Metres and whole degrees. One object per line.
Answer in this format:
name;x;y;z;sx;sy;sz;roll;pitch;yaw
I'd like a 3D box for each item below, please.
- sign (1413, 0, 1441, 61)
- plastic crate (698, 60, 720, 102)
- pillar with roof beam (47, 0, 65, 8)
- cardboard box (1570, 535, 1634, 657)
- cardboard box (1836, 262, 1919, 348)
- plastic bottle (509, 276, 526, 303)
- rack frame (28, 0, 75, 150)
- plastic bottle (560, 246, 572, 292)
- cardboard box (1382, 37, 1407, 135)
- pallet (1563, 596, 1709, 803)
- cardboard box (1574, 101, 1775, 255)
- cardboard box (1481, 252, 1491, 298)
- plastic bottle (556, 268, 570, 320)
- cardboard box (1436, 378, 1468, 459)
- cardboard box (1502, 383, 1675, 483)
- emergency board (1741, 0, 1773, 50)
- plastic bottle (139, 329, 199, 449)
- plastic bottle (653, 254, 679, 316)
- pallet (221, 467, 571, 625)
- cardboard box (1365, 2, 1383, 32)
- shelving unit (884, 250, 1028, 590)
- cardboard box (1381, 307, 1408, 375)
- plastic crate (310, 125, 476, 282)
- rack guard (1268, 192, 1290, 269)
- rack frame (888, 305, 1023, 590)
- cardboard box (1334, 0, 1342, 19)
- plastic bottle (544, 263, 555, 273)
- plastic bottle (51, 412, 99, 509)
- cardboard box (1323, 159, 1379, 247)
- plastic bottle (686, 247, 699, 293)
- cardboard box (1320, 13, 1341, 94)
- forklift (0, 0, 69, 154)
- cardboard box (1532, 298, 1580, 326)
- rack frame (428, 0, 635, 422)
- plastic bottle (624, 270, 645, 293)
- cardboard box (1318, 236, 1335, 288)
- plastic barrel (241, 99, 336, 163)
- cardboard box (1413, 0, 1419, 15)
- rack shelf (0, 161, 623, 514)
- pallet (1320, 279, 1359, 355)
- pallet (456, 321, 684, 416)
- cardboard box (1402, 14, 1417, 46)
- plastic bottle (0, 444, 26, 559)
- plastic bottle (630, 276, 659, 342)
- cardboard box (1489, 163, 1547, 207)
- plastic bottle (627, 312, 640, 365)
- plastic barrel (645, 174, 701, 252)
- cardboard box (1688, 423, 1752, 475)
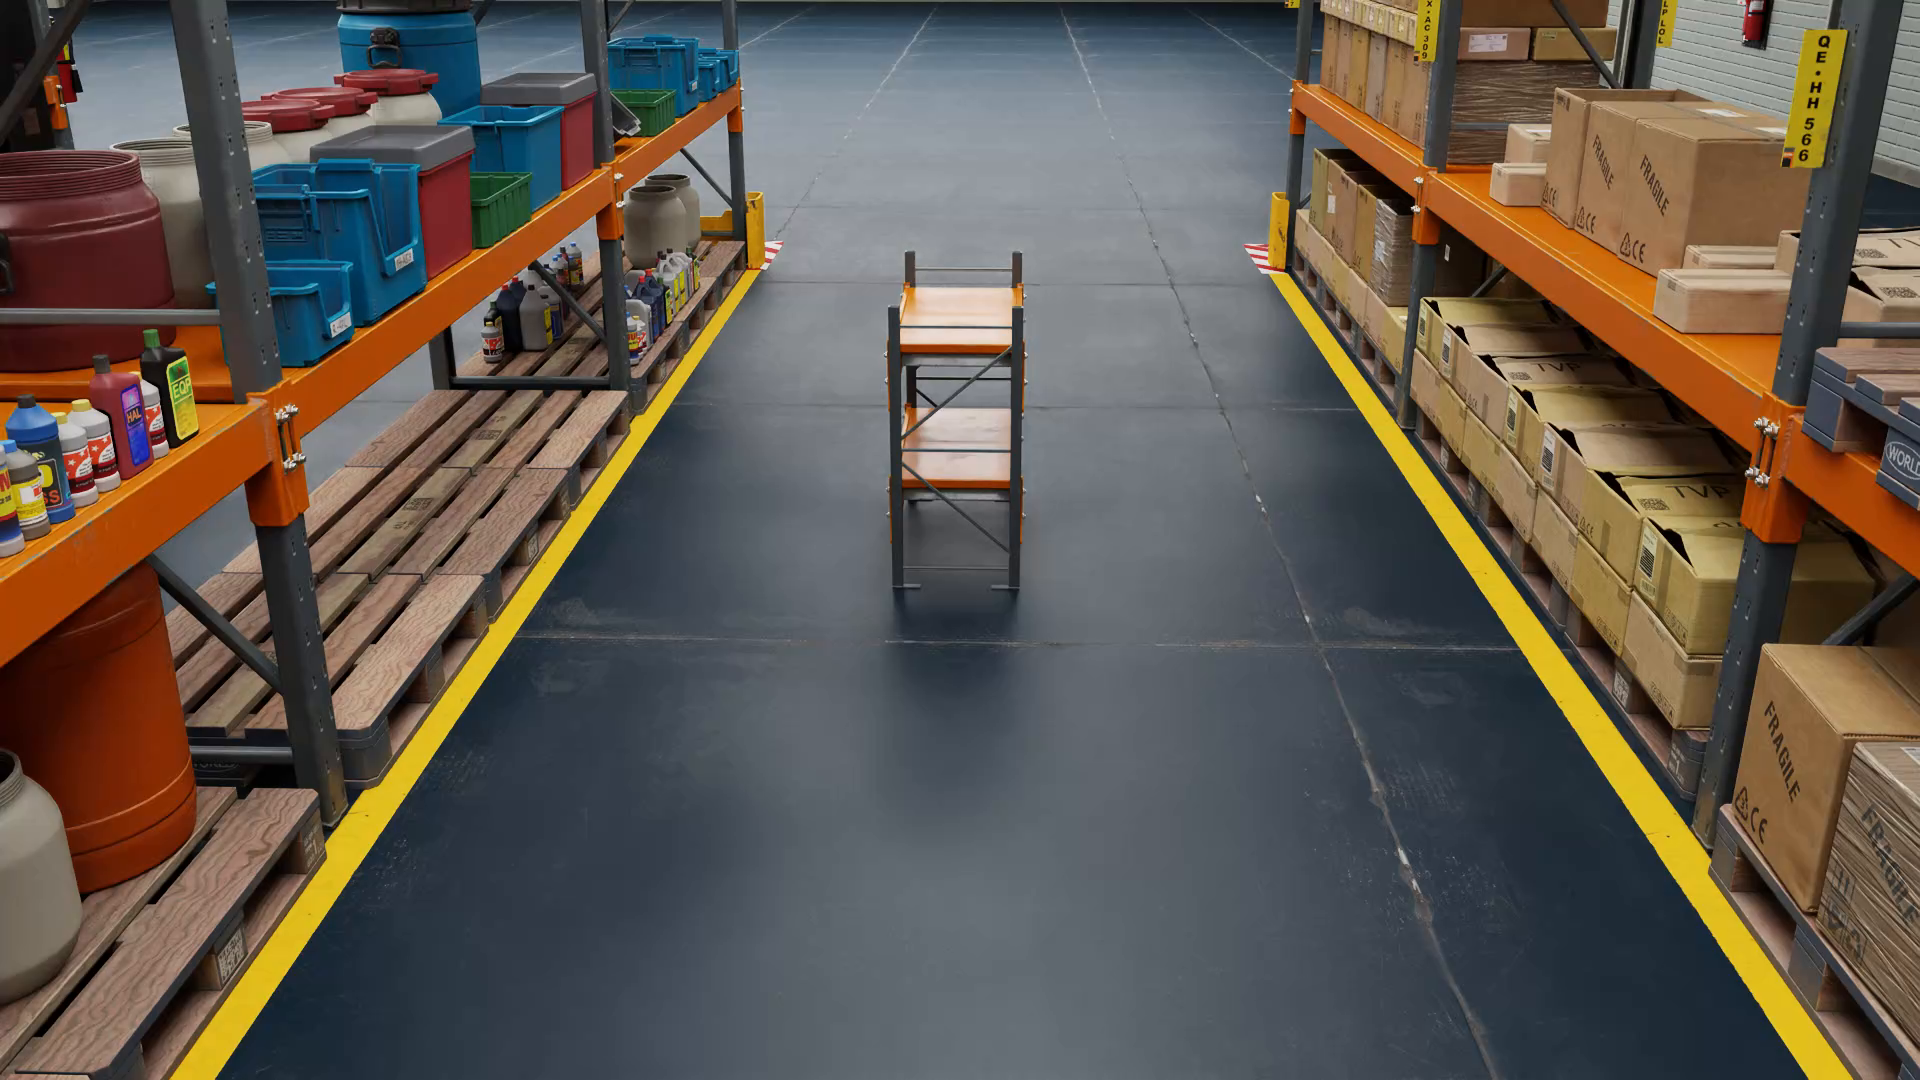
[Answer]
sign;2.194;-2.416;7.804;0.100;0.325;0.005;1;21;2
plastic crate;-1.822;-2.984;10.779;0.499;0.251;0.408;1;21;2
pillar with roof beam;-17.605;-17.044;38.516;9.100;9.000;0.400;1;21;2
cardboard box;2.411;0.183;5.632;0.500;0.250;0.500;0;21;1
cardboard box;2.681;-0.614;4.587;0.500;0.311;0.500;2;21;5
plastic bottle;-2.465;-1.302;9.291;0.144;0.351;0.185;0;21;-1
rack frame;-7.032;-3.527;11.972;1.000;3.000;0.127;1;21;2
plastic bottle;-2.473;-1.678;10.353;0.061;0.283;0.133;1;21;3
cardboard box;2.784;-2.550;9.315;0.700;0.500;0.500;1;21;2
pallet;2.691;0.479;5.504;1.003;0.211;1.213;1;21;2
cardboard box;2.678;-1.368;6.270;0.500;0.500;0.500;1;21;2
cardboard box;3.083;-1.579;9.136;0.500;0.500;0.500;1;21;2
plastic bottle;-2.340;-1.445;9.753;0.061;0.283;0.133;1;21;2
cardboard box;2.472;-0.556;7.537;0.500;0.250;0.500;1;21;3
cardboard box;2.441;-0.443;6.470;0.500;0.311;0.500;1;21;3
emergency board;8.961;-6.163;18.767;0.194;1.169;0.643;1;21;2
plastic bottle;-1.910;-0.375;4.009;0.061;0.283;0.133;1;21;2
plastic bottle;-1.745;-1.506;9.817;0.144;0.351;0.185;0;21;1
pallet;-2.222;0.000;6.736;1.003;0.211;1.213;1;21;2
cardboard box;2.595;-3.070;9.761;0.380;0.149;0.250;1;21;2
shelving unit;0.000;-0.522;6.819;0.538;1.125;1.048;1;21;2
cardboard box;2.544;-1.054;8.820;0.500;0.250;0.500;1;21;2
plastic crate;-1.969;-1.191;5.863;0.402;0.464;0.583;1;21;2
rack guard;2.871;-2.260;12.162;1.175;0.500;0.348;1;21;2
rack frame;-0.016;-0.338;6.345;0.500;1.125;0.032;1;21;2
cardboard box;2.629;-3.441;10.714;0.380;0.149;0.250;1;21;2
plastic bottle;-2.467;-1.520;9.964;0.097;0.271;0.097;0;21;0
plastic bottle;-1.942;-0.176;3.611;0.097;0.201;0.097;0;21;0
cardboard box;2.616;-2.127;10.548;0.500;0.500;0.500;1;21;2
plastic bottle;-1.684;-1.700;10.410;0.061;0.283;0.133;1;21;3
cardboard box;2.843;-3.295;11.235;0.700;0.500;0.500;1;21;2
forklift;-4.834;-1.709;7.382;1.130;2.935;3.031;2;21;5
cardboard box;3.023;-0.996;7.895;0.500;0.311;0.500;1;21;2
rack frame;-2.203;-2.026;8.104;1.000;3.000;0.127;1;21;2
plastic bottle;-1.893;-1.463;9.811;0.152;0.276;0.135;1;21;2
cardboard box;2.604;-1.778;10.684;0.500;0.250;0.500;1;21;2
plastic barrel;-2.486;-1.324;6.108;0.433;0.535;0.433;0;21;0
cardboard box;2.770;-2.965;8.592;0.700;0.500;0.500;1;21;1
rack shelf;-2.263;-0.968;6.371;1.077;0.370;4.000;1;21;2
pallet;2.849;-1.400;10.345;1.003;0.211;1.213;1;21;2
pallet;-2.140;-0.969;9.234;1.003;0.211;1.213;1;21;2
cardboard box;2.565;-2.699;8.804;0.380;0.149;0.250;1;21;2
plastic bottle;-1.951;-0.103;3.326;0.097;0.271;0.097;0;21;0
plastic bottle;-1.763;-1.284;9.244;0.144;0.351;0.185;1;21;3
cardboard box;2.517;-1.535;7.186;0.380;0.149;0.250;1;21;2
plastic bottle;-1.755;-1.070;8.803;0.097;0.271;0.097;0;21;0
plastic barrel;-2.024;-2.270;11.590;0.421;0.512;0.421;0;21;0
cardboard box;2.962;-0.260;5.998;0.500;0.311;0.500;0;21;0
